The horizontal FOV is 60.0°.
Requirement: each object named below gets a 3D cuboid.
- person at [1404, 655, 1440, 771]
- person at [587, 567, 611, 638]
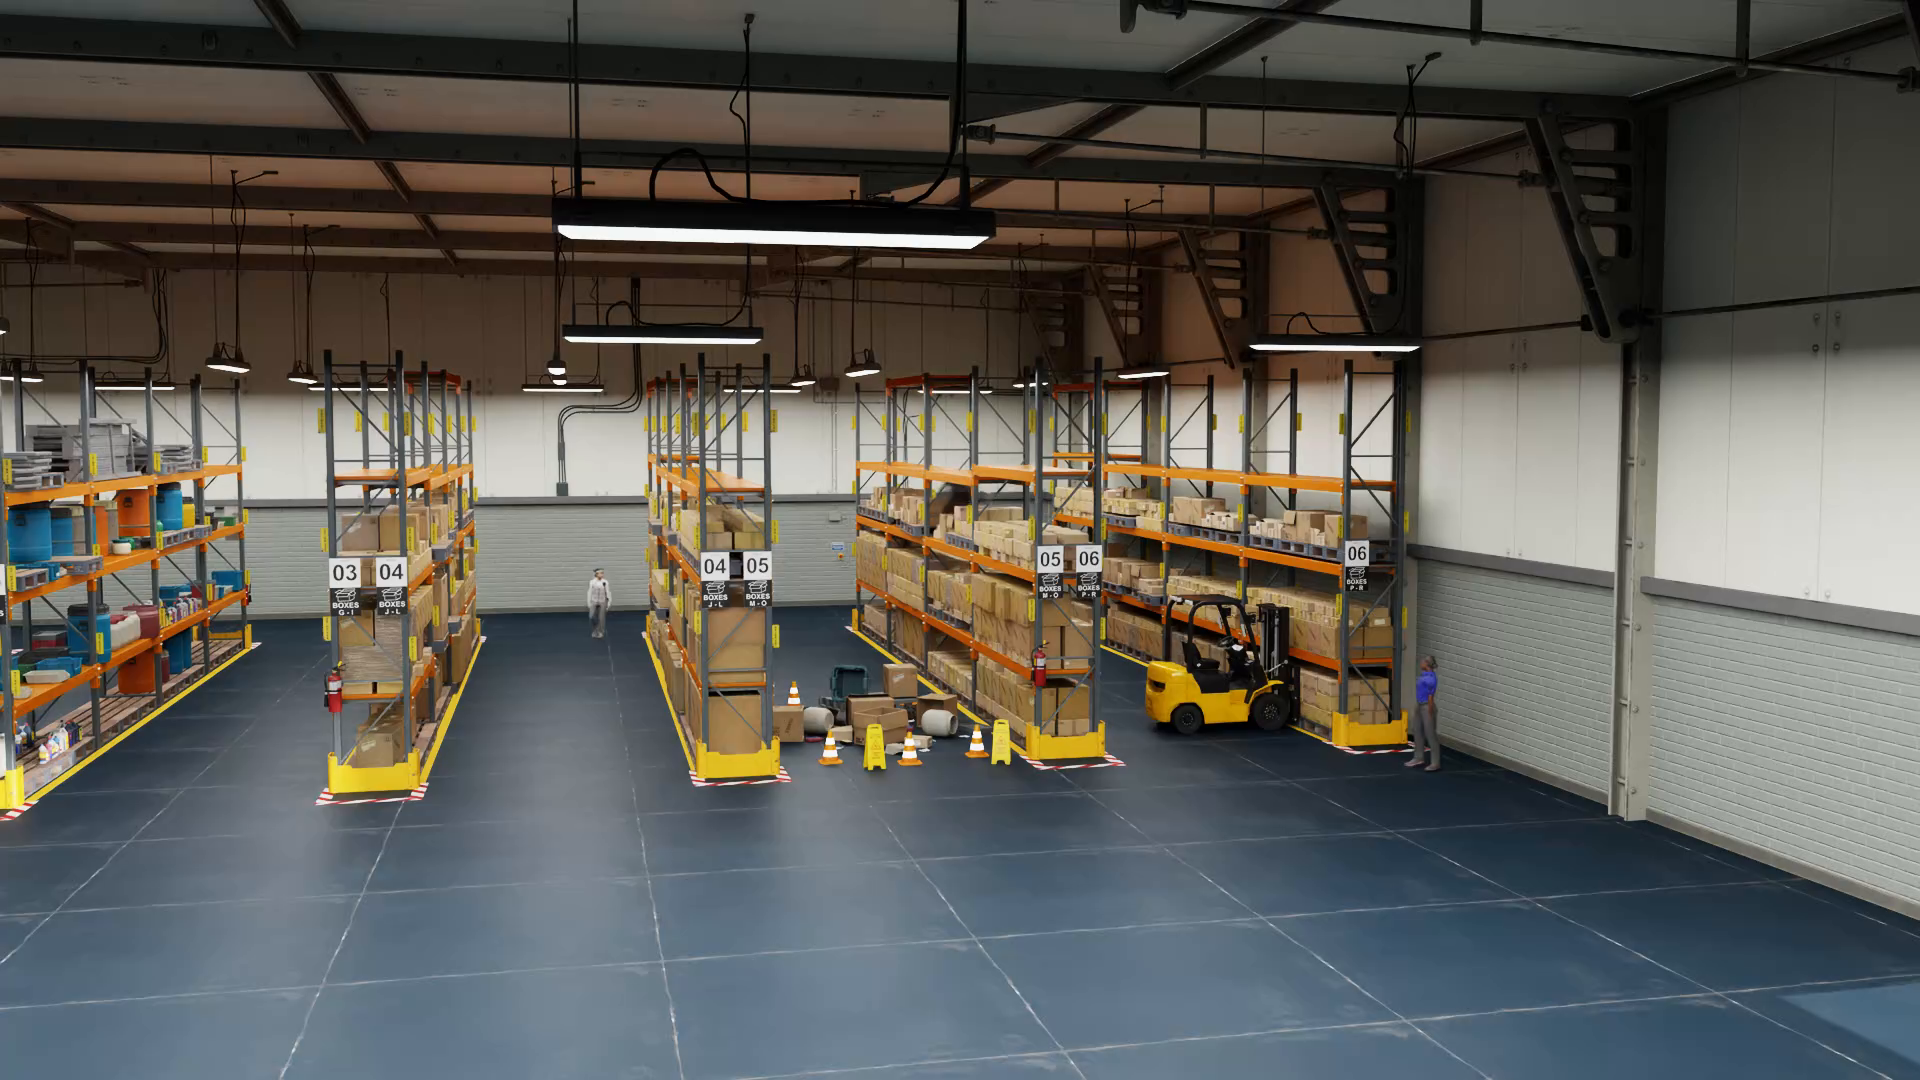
[{"bbox_3d":[6.731,2.498,24.146,0.412,1.663,0.633,0,4,-6],"label":"person"},{"bbox_3d":[-8.411,1.463,38.760,0.569,1.675,0.448,0,4,3],"label":"person"}]
